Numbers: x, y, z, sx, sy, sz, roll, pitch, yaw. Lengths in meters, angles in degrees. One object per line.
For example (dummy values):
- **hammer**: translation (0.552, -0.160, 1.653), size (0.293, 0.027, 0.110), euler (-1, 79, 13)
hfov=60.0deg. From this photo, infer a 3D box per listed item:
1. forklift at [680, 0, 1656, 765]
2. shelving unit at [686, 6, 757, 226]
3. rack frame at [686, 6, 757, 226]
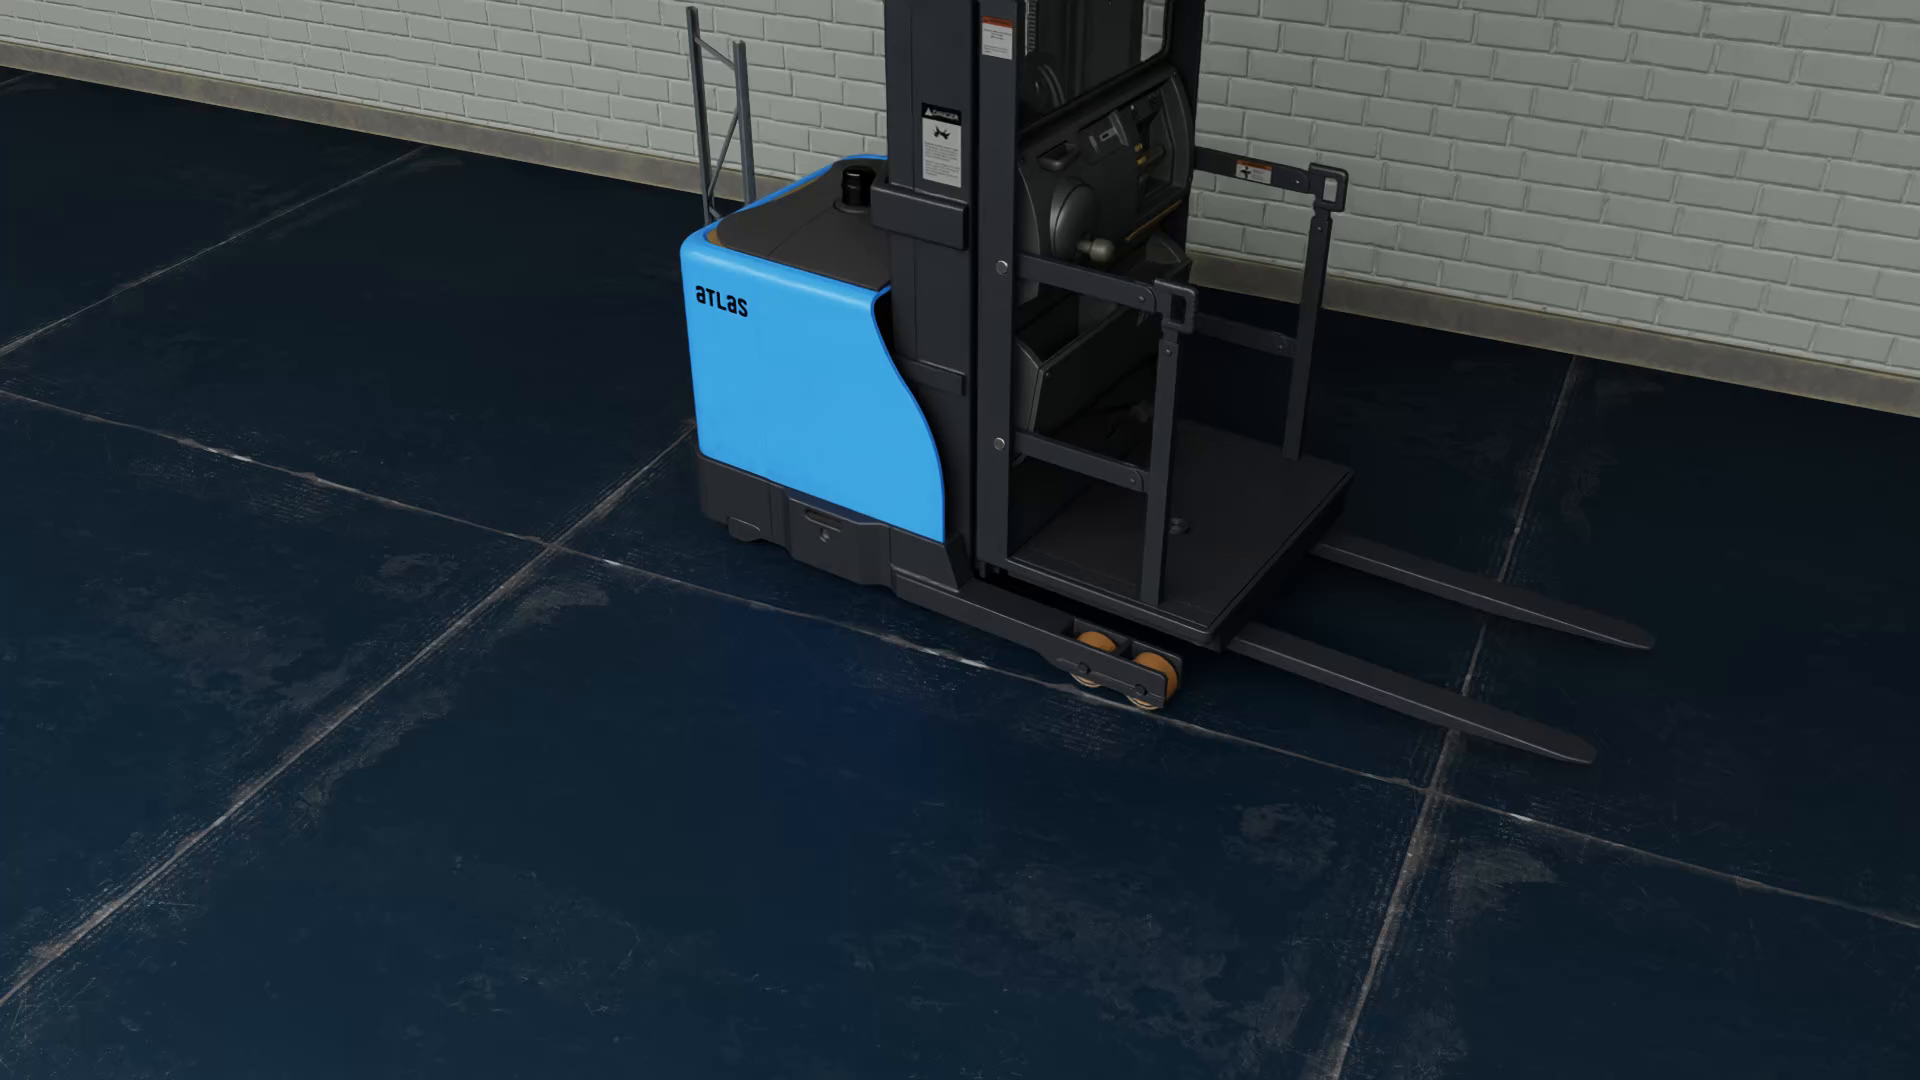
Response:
- **forklift**: translation (0.606, -1.053, 4.683), size (3.031, 2.935, 1.130), euler (20, 38, 27)
- **shelving unit**: translation (-0.403, -1.274, 6.324), size (1.083, 1.500, 0.587), euler (-16, 37, -23)
- **rack frame**: translation (-0.844, -1.146, 6.129), size (0.032, 1.500, 0.500), euler (-16, 37, -23)
